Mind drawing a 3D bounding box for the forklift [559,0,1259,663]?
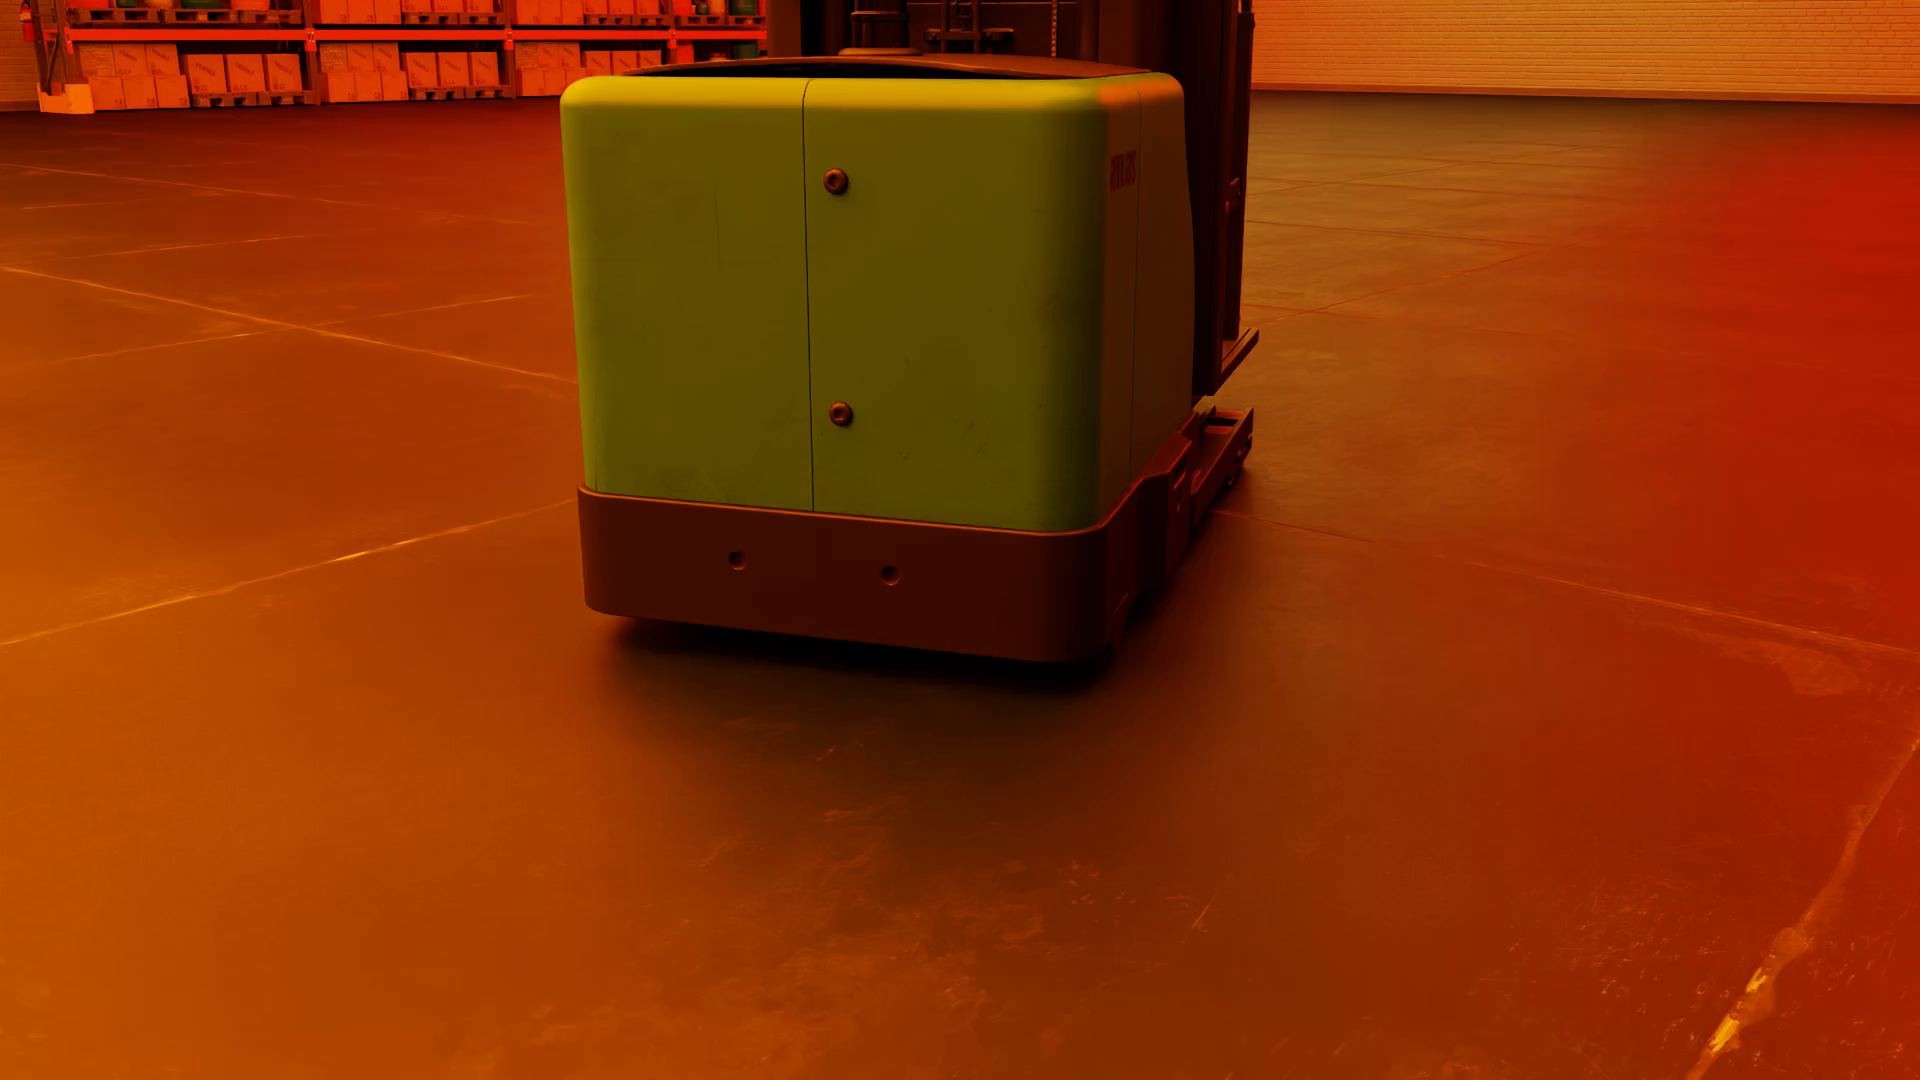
[{"bbox_3d":[0.182,-1.571,4.072,1.130,2.935,3.031,5,18,17],"label":"forklift"}]
